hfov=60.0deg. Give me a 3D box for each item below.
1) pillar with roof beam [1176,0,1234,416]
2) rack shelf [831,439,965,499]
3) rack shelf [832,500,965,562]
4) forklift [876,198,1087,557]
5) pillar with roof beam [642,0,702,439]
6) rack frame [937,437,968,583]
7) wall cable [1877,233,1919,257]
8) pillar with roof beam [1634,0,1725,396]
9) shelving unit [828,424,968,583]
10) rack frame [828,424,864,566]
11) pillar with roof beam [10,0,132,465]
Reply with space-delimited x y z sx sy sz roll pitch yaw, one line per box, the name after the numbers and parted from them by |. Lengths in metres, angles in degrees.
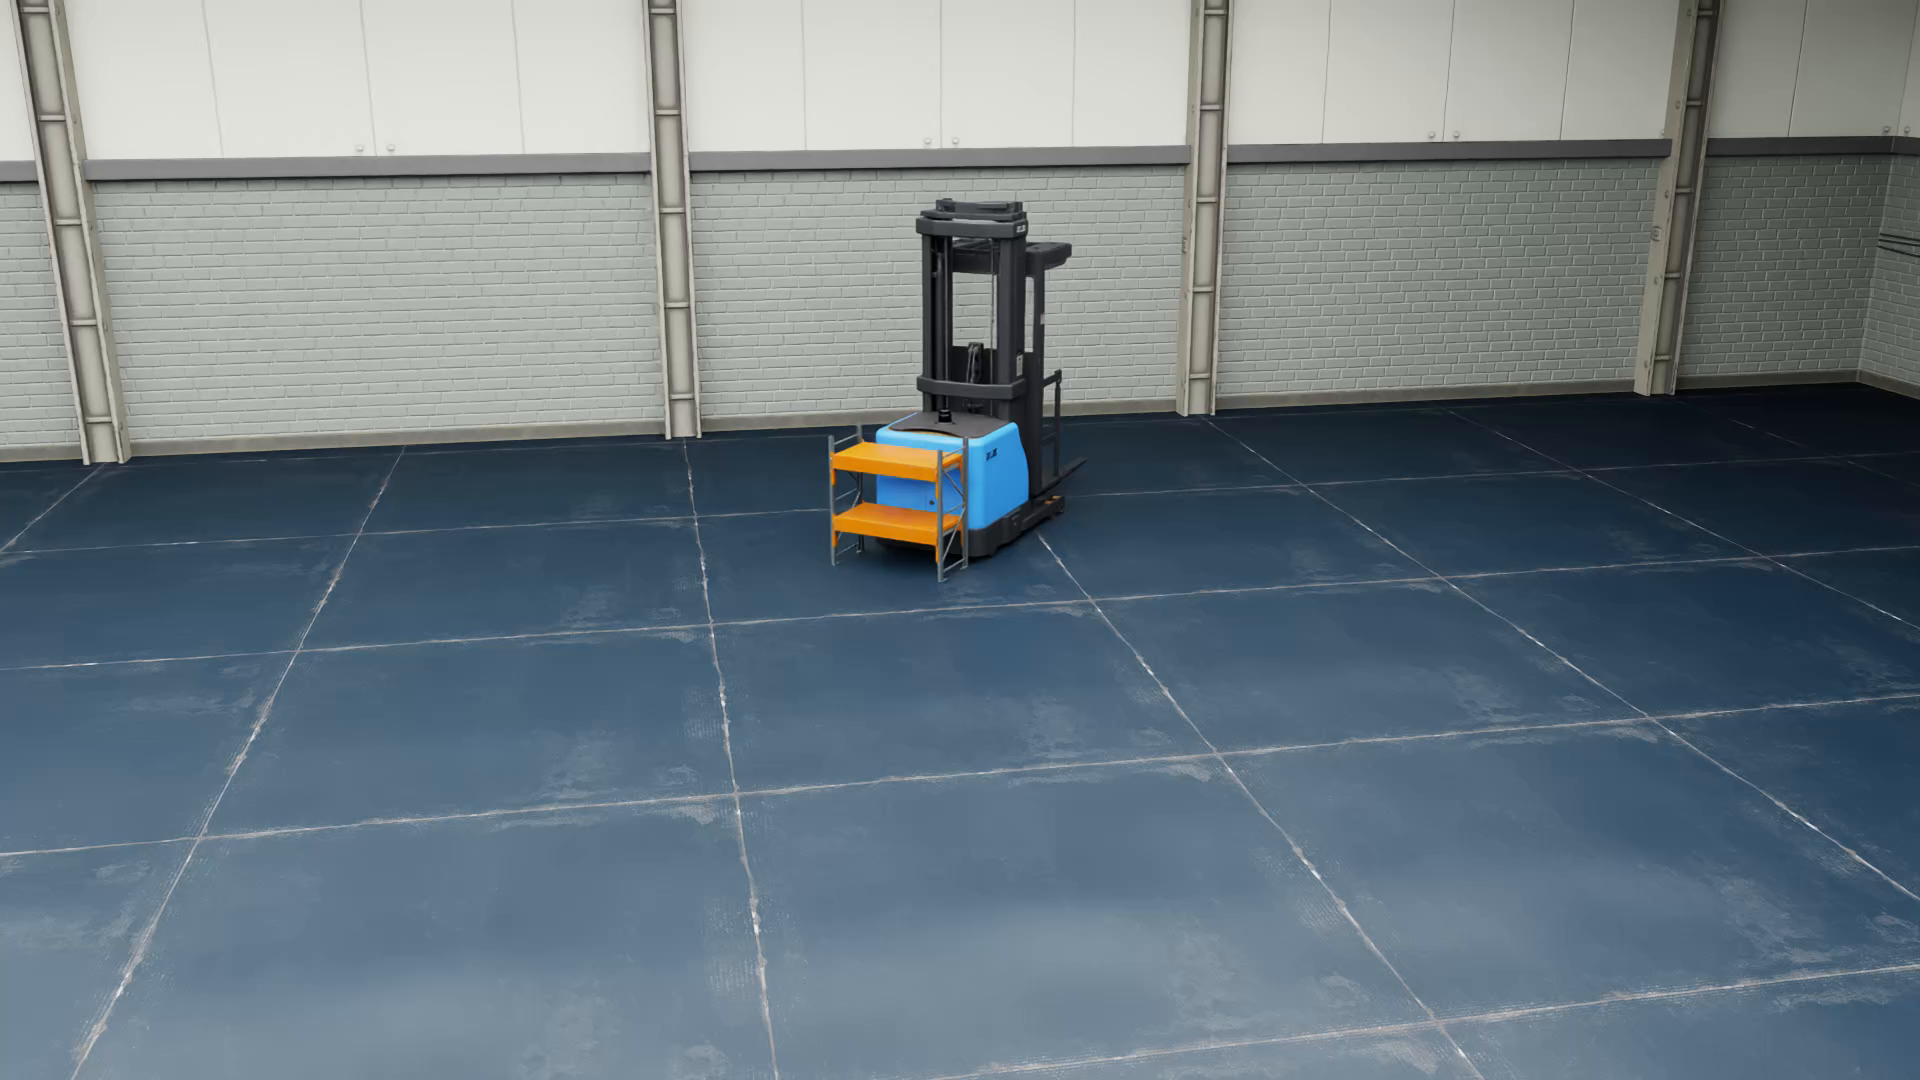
3.607 -4.571 14.367 0.400 9.000 9.100 -3 17 -10 | pillar with roof beam
-0.511 -0.596 13.839 1.000 0.278 0.538 8 19 26 | rack shelf
-0.511 -0.082 13.997 1.000 0.278 0.538 8 19 26 | rack shelf
0.340 -1.648 15.185 1.130 2.935 3.031 8 19 24 | forklift
-2.284 -4.237 13.279 0.400 9.000 9.100 -3 17 -10 | pillar with roof beam
-0.058 -0.249 13.705 0.032 1.125 0.500 8 19 26 | rack frame
11.825 -4.445 19.245 0.112 2.526 3.097 -3 17 -10 | wall cable
9.498 -4.905 15.455 0.400 9.000 9.100 -3 17 -10 | pillar with roof beam
-0.511 -0.316 13.925 1.048 1.125 0.538 8 19 26 | shelving unit
-0.965 -0.384 14.145 0.032 1.125 0.500 8 19 26 | rack frame
-8.175 -3.902 12.191 0.400 9.000 9.100 -3 17 -10 | pillar with roof beam
